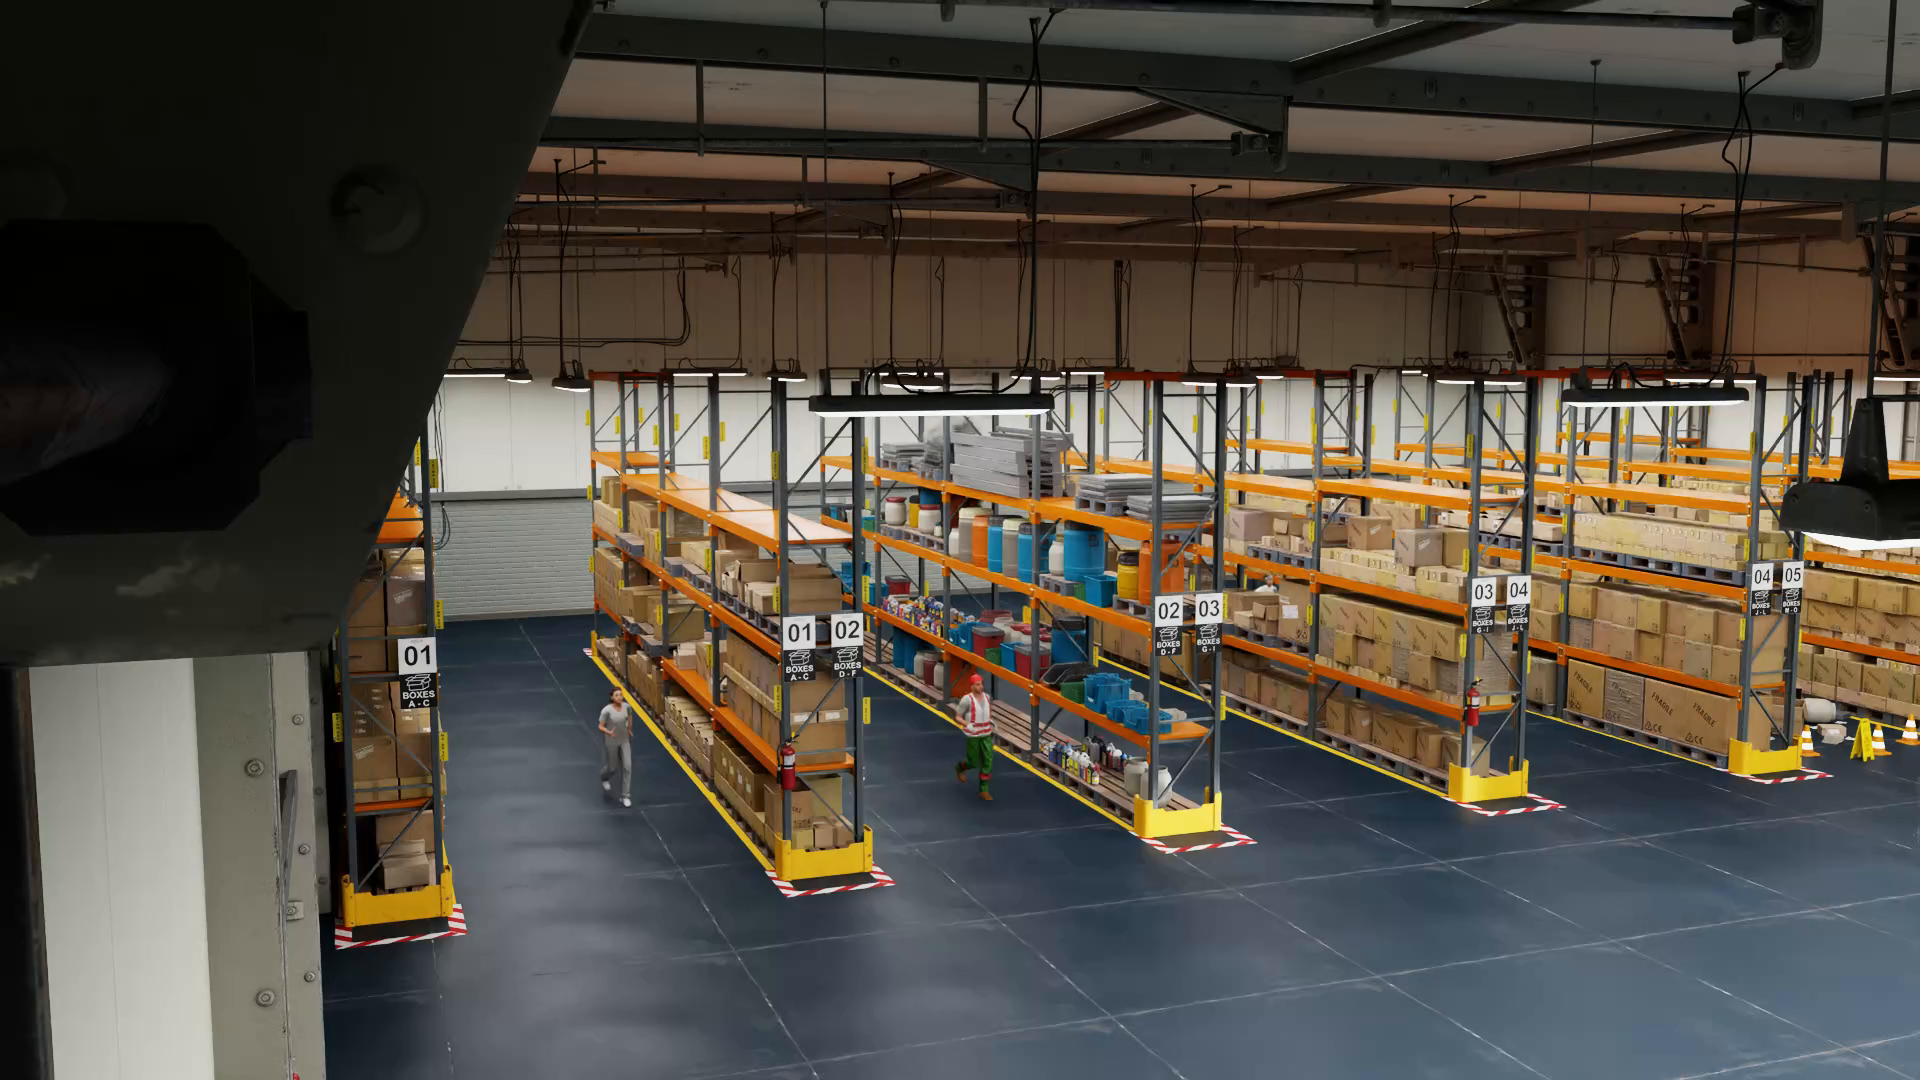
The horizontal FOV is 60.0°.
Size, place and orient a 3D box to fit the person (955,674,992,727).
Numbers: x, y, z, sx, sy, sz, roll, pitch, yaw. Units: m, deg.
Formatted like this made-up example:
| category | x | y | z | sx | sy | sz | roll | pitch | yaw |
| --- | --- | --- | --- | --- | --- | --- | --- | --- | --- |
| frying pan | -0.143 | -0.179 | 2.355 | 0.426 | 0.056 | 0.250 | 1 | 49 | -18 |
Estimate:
| category | x | y | z | sx | sy | sz | roll | pitch | yaw |
| --- | --- | --- | --- | --- | --- | --- | --- | --- | --- |
| person | 0.237 | 2.286 | 23.805 | 0.657 | 0.741 | 0.377 | -4 | 7 | -31 |

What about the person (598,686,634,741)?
| category | x | y | z | sx | sy | sz | roll | pitch | yaw |
| --- | --- | --- | --- | --- | --- | --- | --- | --- | --- |
| person | -4.803 | 2.471 | 23.418 | 0.550 | 0.813 | 0.545 | -4 | 7 | -31 |

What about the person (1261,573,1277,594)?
| category | x | y | z | sx | sy | sz | roll | pitch | yaw |
| --- | --- | --- | --- | --- | --- | --- | --- | --- | --- |
| person | 6.583 | 1.535 | 35.469 | 0.392 | 1.690 | 0.609 | -4 | 7 | -29 |
